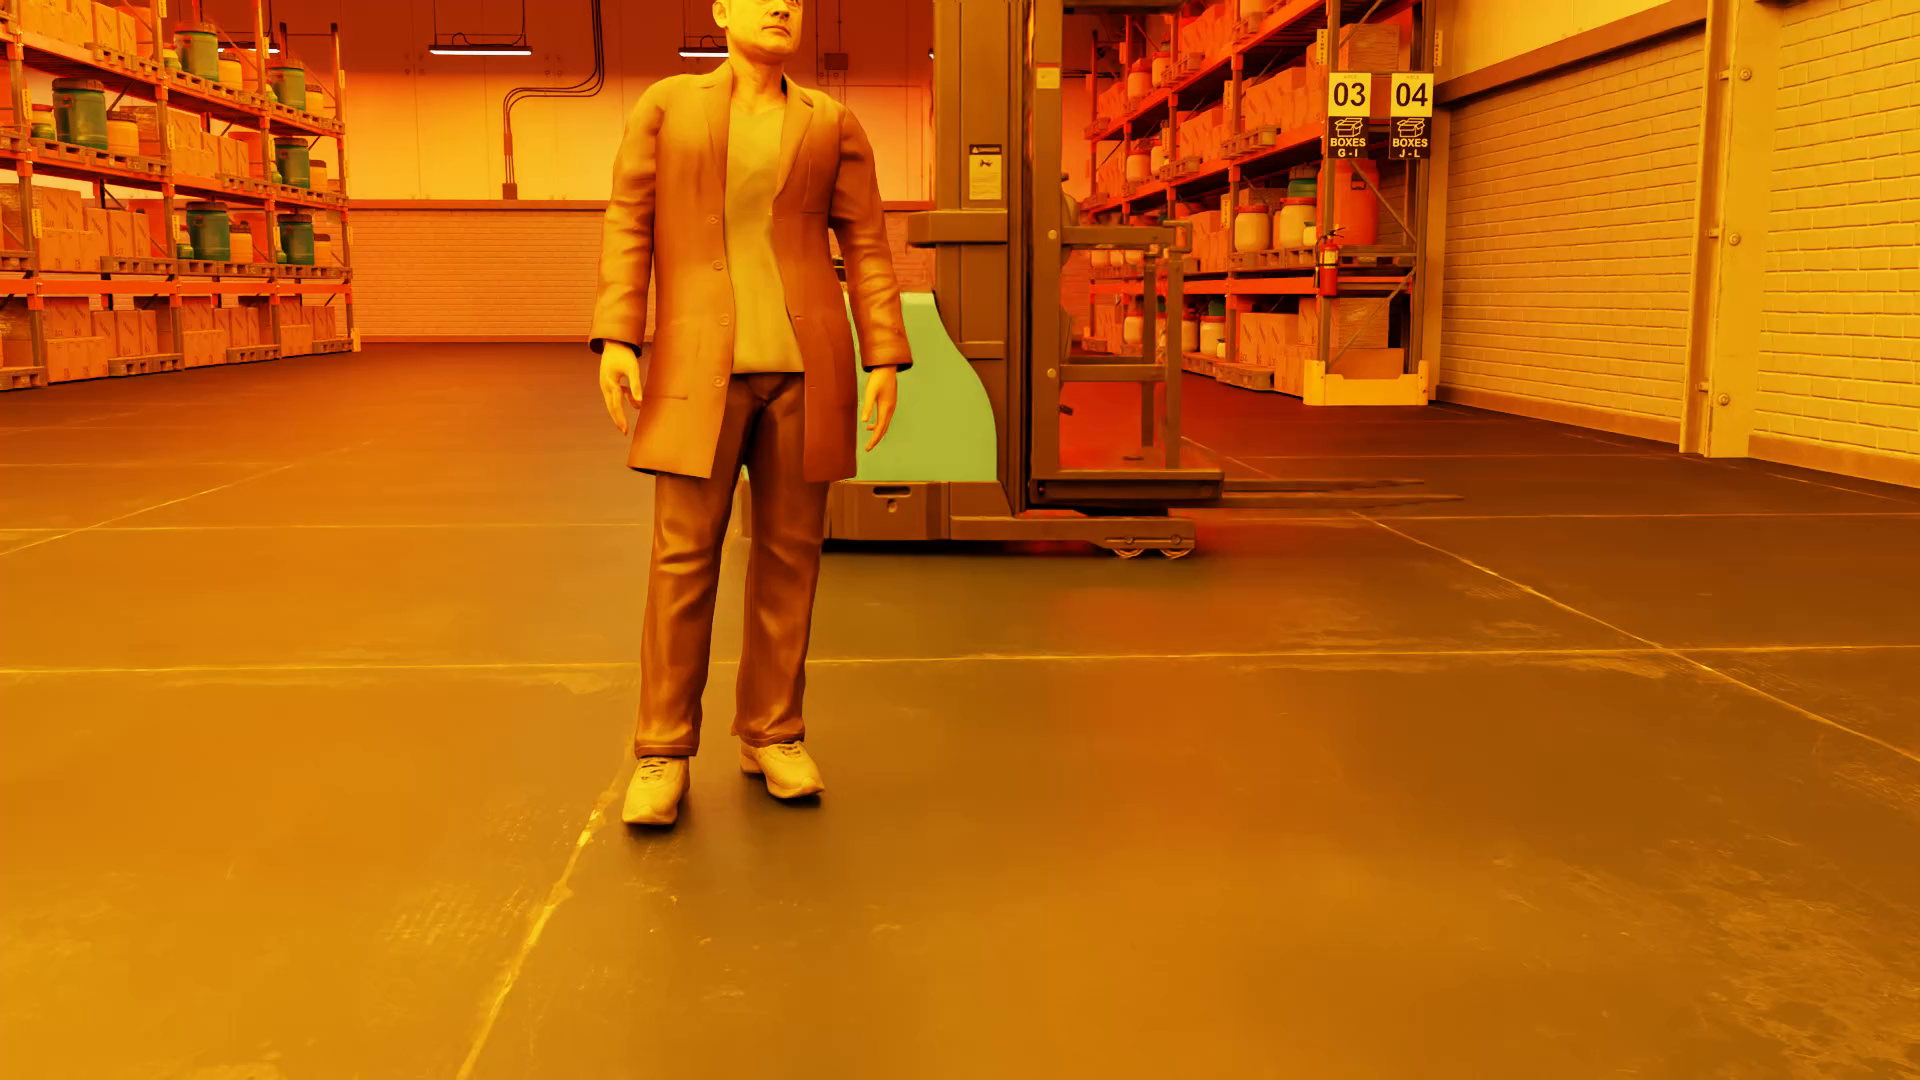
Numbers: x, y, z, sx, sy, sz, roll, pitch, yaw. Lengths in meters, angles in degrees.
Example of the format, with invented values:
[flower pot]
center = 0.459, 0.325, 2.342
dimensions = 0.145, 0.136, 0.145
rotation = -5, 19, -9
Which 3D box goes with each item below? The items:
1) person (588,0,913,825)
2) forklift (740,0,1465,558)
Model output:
[person]
center = -0.424, -0.341, 3.506
dimensions = 0.694, 1.776, 0.582
rotation = -2, 9, -15
[forklift]
center = 0.607, -1.456, 7.137
dimensions = 3.031, 2.935, 1.130
rotation = 0, 8, 0
